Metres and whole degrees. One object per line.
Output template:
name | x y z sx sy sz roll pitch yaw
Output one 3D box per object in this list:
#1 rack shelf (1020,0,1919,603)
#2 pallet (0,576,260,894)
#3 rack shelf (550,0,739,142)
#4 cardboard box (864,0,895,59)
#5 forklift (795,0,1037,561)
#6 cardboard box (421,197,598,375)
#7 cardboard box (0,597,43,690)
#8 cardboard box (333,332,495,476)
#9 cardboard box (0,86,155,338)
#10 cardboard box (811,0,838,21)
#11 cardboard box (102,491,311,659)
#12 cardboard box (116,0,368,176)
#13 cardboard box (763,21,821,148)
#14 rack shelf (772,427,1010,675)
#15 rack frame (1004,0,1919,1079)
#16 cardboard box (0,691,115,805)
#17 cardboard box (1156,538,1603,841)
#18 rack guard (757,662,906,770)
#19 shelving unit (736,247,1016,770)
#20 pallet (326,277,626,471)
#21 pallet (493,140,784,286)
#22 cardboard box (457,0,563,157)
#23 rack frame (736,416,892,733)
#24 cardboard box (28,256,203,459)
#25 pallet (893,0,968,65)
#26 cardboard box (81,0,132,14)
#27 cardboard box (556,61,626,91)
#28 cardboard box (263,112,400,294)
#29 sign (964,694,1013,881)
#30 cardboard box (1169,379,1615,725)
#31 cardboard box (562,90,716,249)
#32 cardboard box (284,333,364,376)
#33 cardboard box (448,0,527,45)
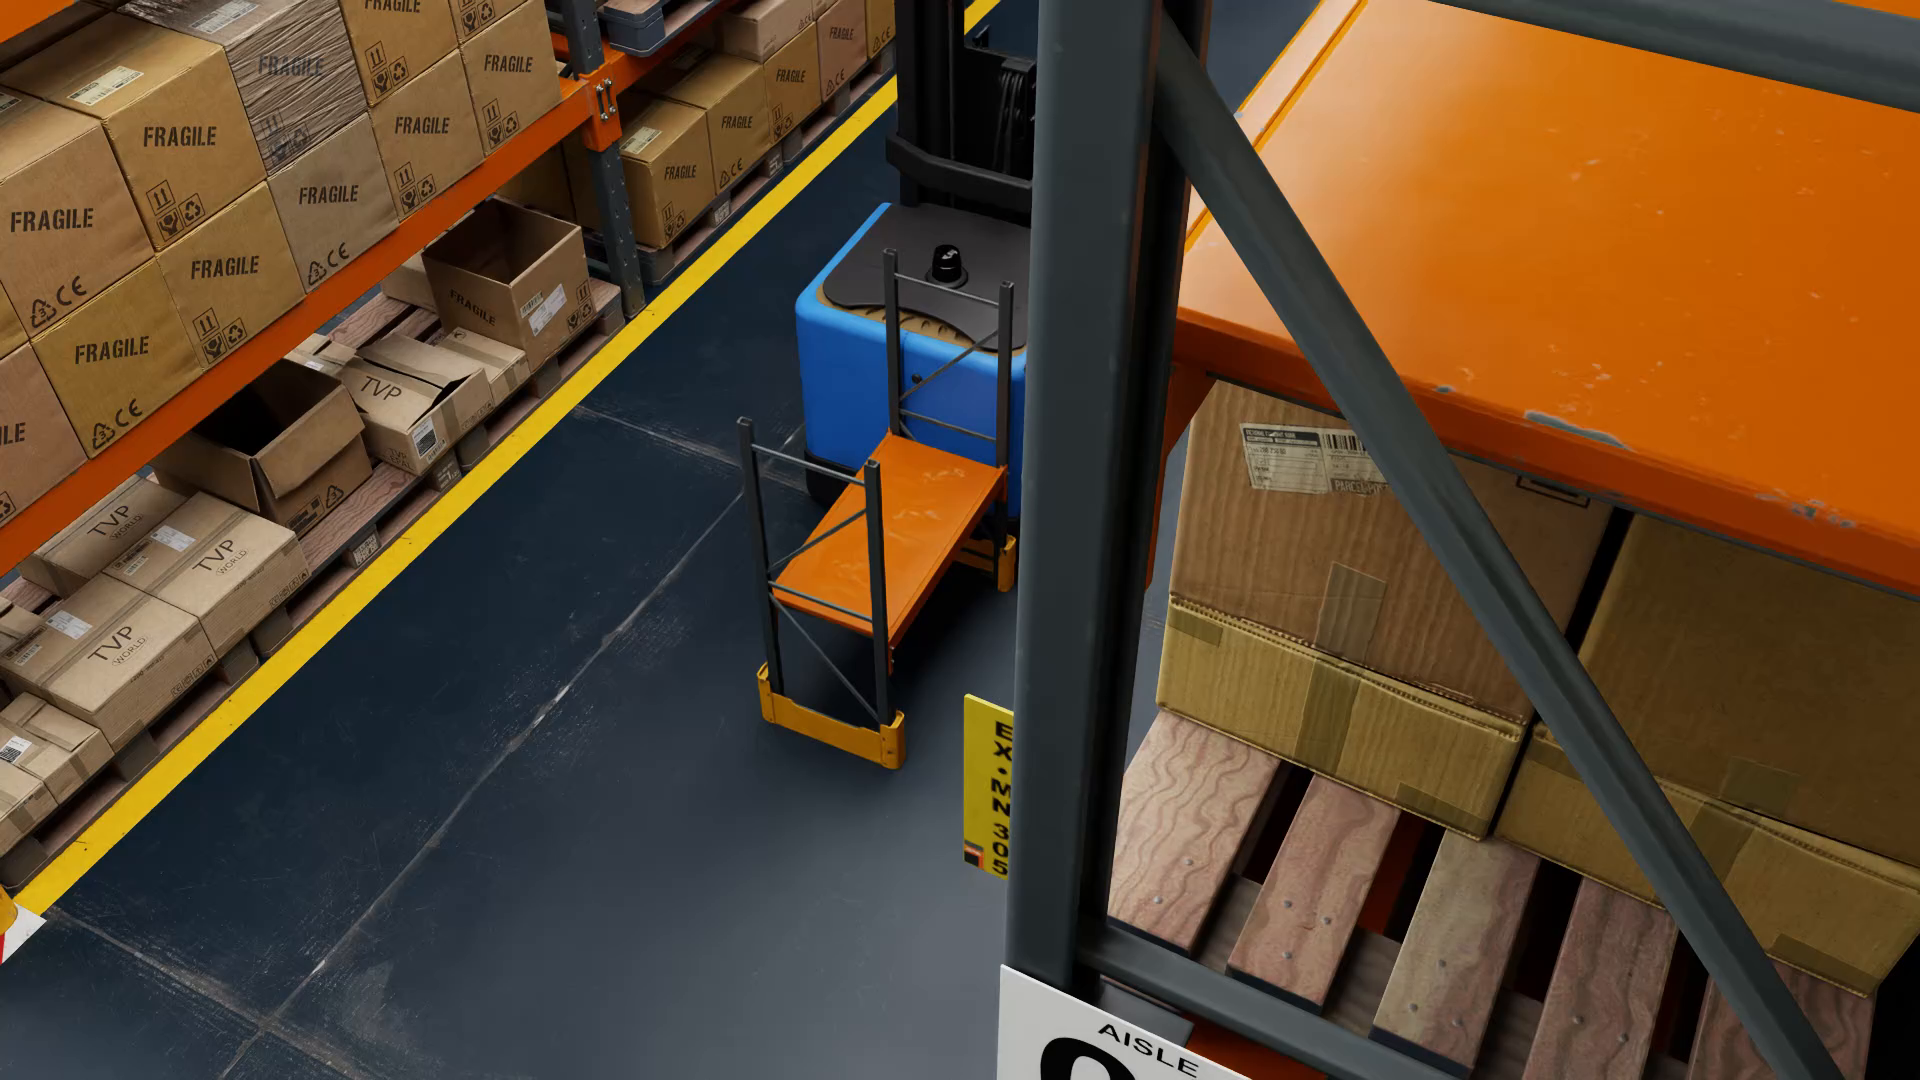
rack shelf | 1.452 -1.147 2.624 1.077 0.370 4.000 20 49 19
pallet | -3.461 0.625 6.264 1.003 0.211 1.213 20 49 19
rack shelf | -1.080 -3.332 8.720 1.077 0.370 4.000 20 49 19
cardboard box | -0.618 -3.128 9.461 0.500 0.500 0.500 19 48 18
forklift | 0.428 -1.996 6.942 1.130 2.935 3.031 19 48 18
cardboard box | -2.022 -1.149 7.504 0.500 0.500 0.500 20 49 19
cardboard box | -3.563 0.387 6.221 0.380 0.166 0.250 20 49 19
cardboard box | -2.370 -0.610 7.105 0.500 0.311 0.500 20 49 19
cardboard box | -2.953 -1.030 5.165 0.500 0.500 0.500 21 49 20
cardboard box | -0.872 -3.035 8.842 0.500 0.250 0.500 20 49 18
cardboard box | -2.898 0.128 6.419 0.500 0.250 0.500 20 49 19
cardboard box | -2.484 -1.667 5.795 0.500 0.500 0.500 21 49 19
cardboard box | -1.092 -2.477 8.818 0.500 0.500 0.500 21 49 20
rack shelf | -0.262 0.017 6.211 0.538 0.185 1.000 19 48 18
rack frame | 0.524 -0.281 0.981 1.000 3.000 0.127 20 49 19
cardboard box | -3.251 0.728 5.884 0.380 0.166 0.250 20 49 19
cardboard box | 0.629 0.094 2.458 0.500 0.250 0.500 22 49 20
rack guard | -0.479 0.656 6.206 0.587 0.250 0.087 19 48 18
shelving unit | -0.266 -0.103 6.077 0.587 1.500 1.083 19 48 18
pallet | -2.328 -0.913 7.784 1.003 0.211 1.213 20 49 19
pallet | -1.664 -1.870 8.730 1.003 0.211 1.213 20 49 19
cardboard box | -2.013 -1.961 6.788 0.500 0.500 0.500 21 49 20
rack frame | -0.480 0.218 5.760 0.500 1.500 0.032 19 48 18
cardboard box | -2.956 -0.675 5.518 0.500 0.500 0.500 20 49 19
pallet | -0.532 -3.407 10.249 1.003 0.211 1.213 20 49 19
cardboard box | -2.955 -1.859 5.985 0.500 0.500 0.500 19 48 18
cardboard box | -1.796 -2.315 8.657 0.500 0.500 0.500 21 49 19
cardboard box | -2.488 -1.311 6.146 0.500 0.500 0.500 22 49 20
sign | 0.050 0.302 1.946 0.100 0.325 0.005 20 49 19
cardboard box | 0.622 -0.171 2.194 0.500 0.500 0.500 20 49 19
cardboard box | -1.568 -1.825 8.173 0.500 0.500 0.500 18 48 17
cardboard box | -2.788 -0.743 7.338 0.380 0.166 0.250 20 49 19
cardboard box | -2.014 -2.308 6.428 0.500 0.500 0.500 21 49 19
